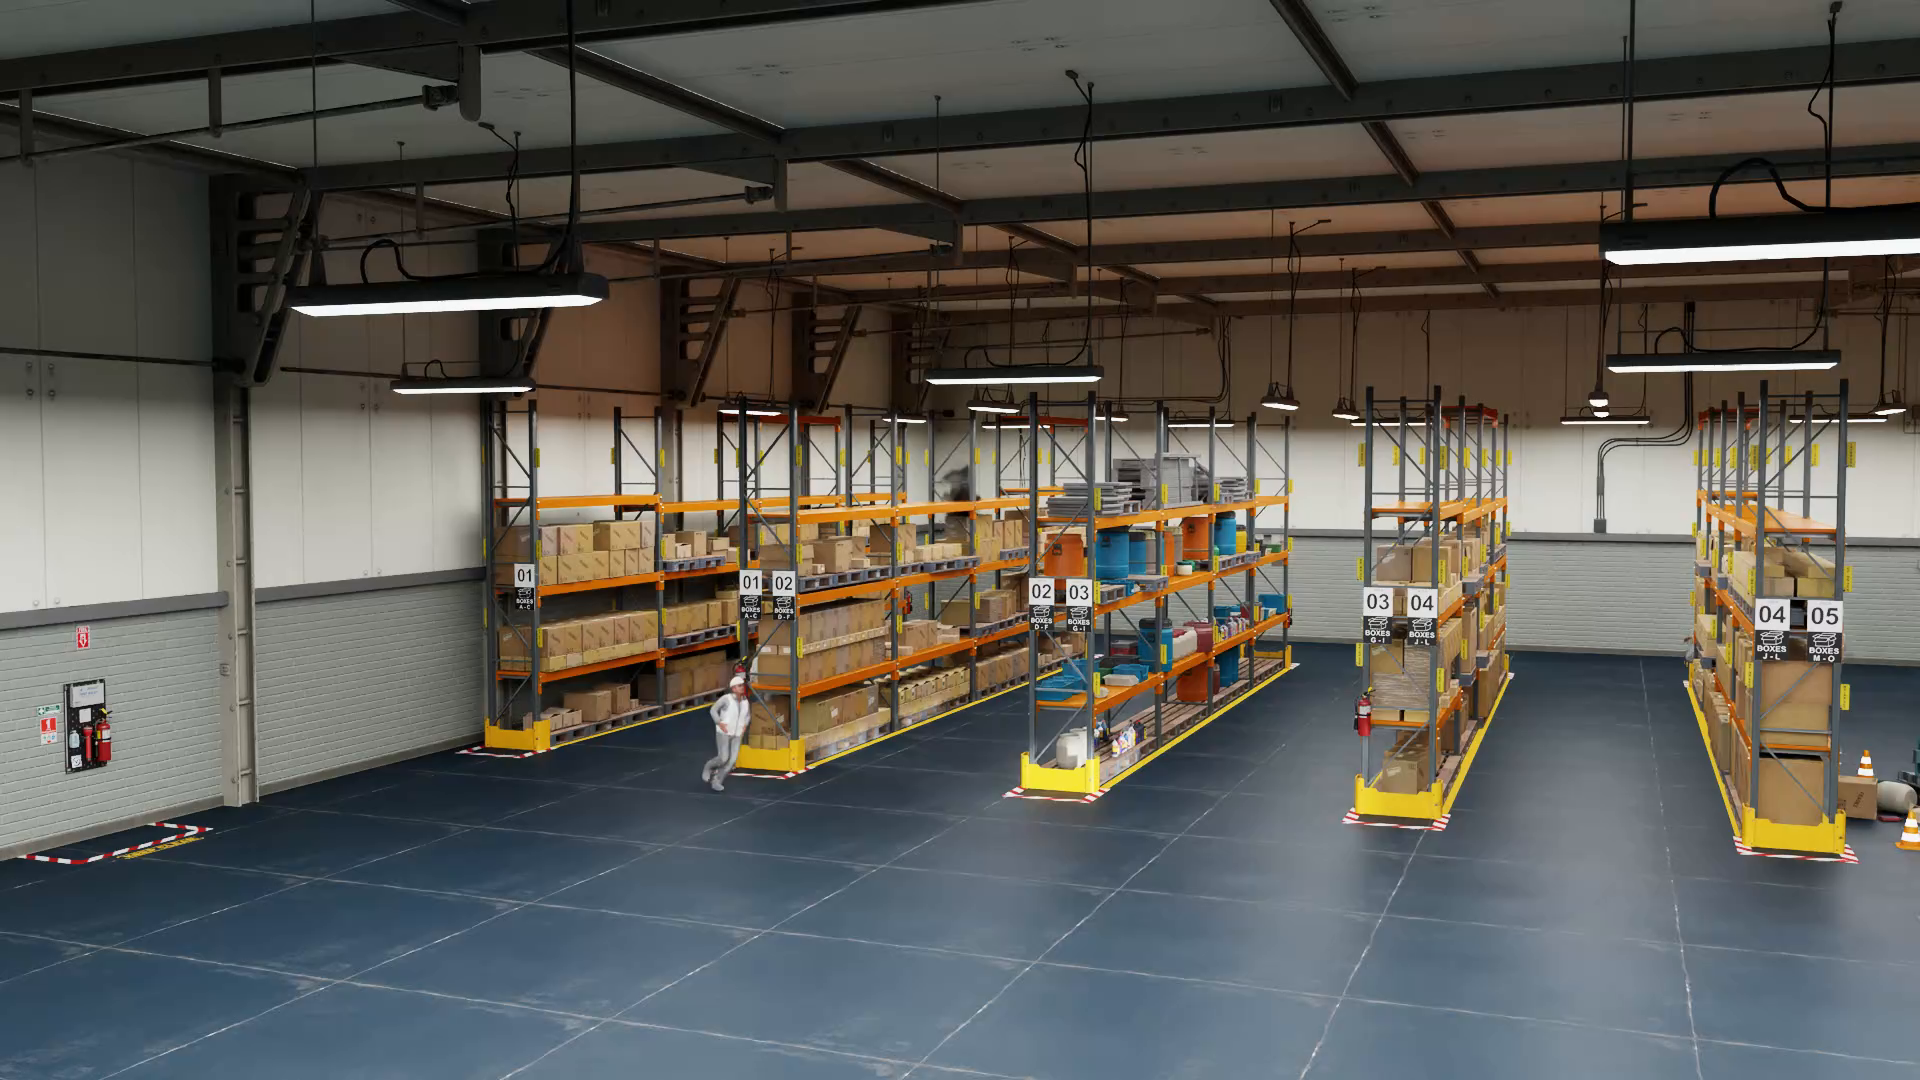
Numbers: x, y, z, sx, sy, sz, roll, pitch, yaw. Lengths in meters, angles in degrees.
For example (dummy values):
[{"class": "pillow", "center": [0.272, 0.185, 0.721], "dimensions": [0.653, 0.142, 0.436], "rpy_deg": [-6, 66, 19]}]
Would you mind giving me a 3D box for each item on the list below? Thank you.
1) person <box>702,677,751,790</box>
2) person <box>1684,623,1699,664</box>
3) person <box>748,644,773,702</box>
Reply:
[{"class": "person", "center": [-3.504, 2.917, 25.260], "dimensions": [0.717, 1.687, 0.594], "rpy_deg": [-2, 4, -37]}, {"class": "person", "center": [16.484, 2.320, 37.176], "dimensions": [0.515, 1.709, 0.763], "rpy_deg": [0, 3, 7]}, {"class": "person", "center": [-3.520, 2.677, 30.103], "dimensions": [0.600, 1.681, 0.892], "rpy_deg": [0, 3, 9]}]
